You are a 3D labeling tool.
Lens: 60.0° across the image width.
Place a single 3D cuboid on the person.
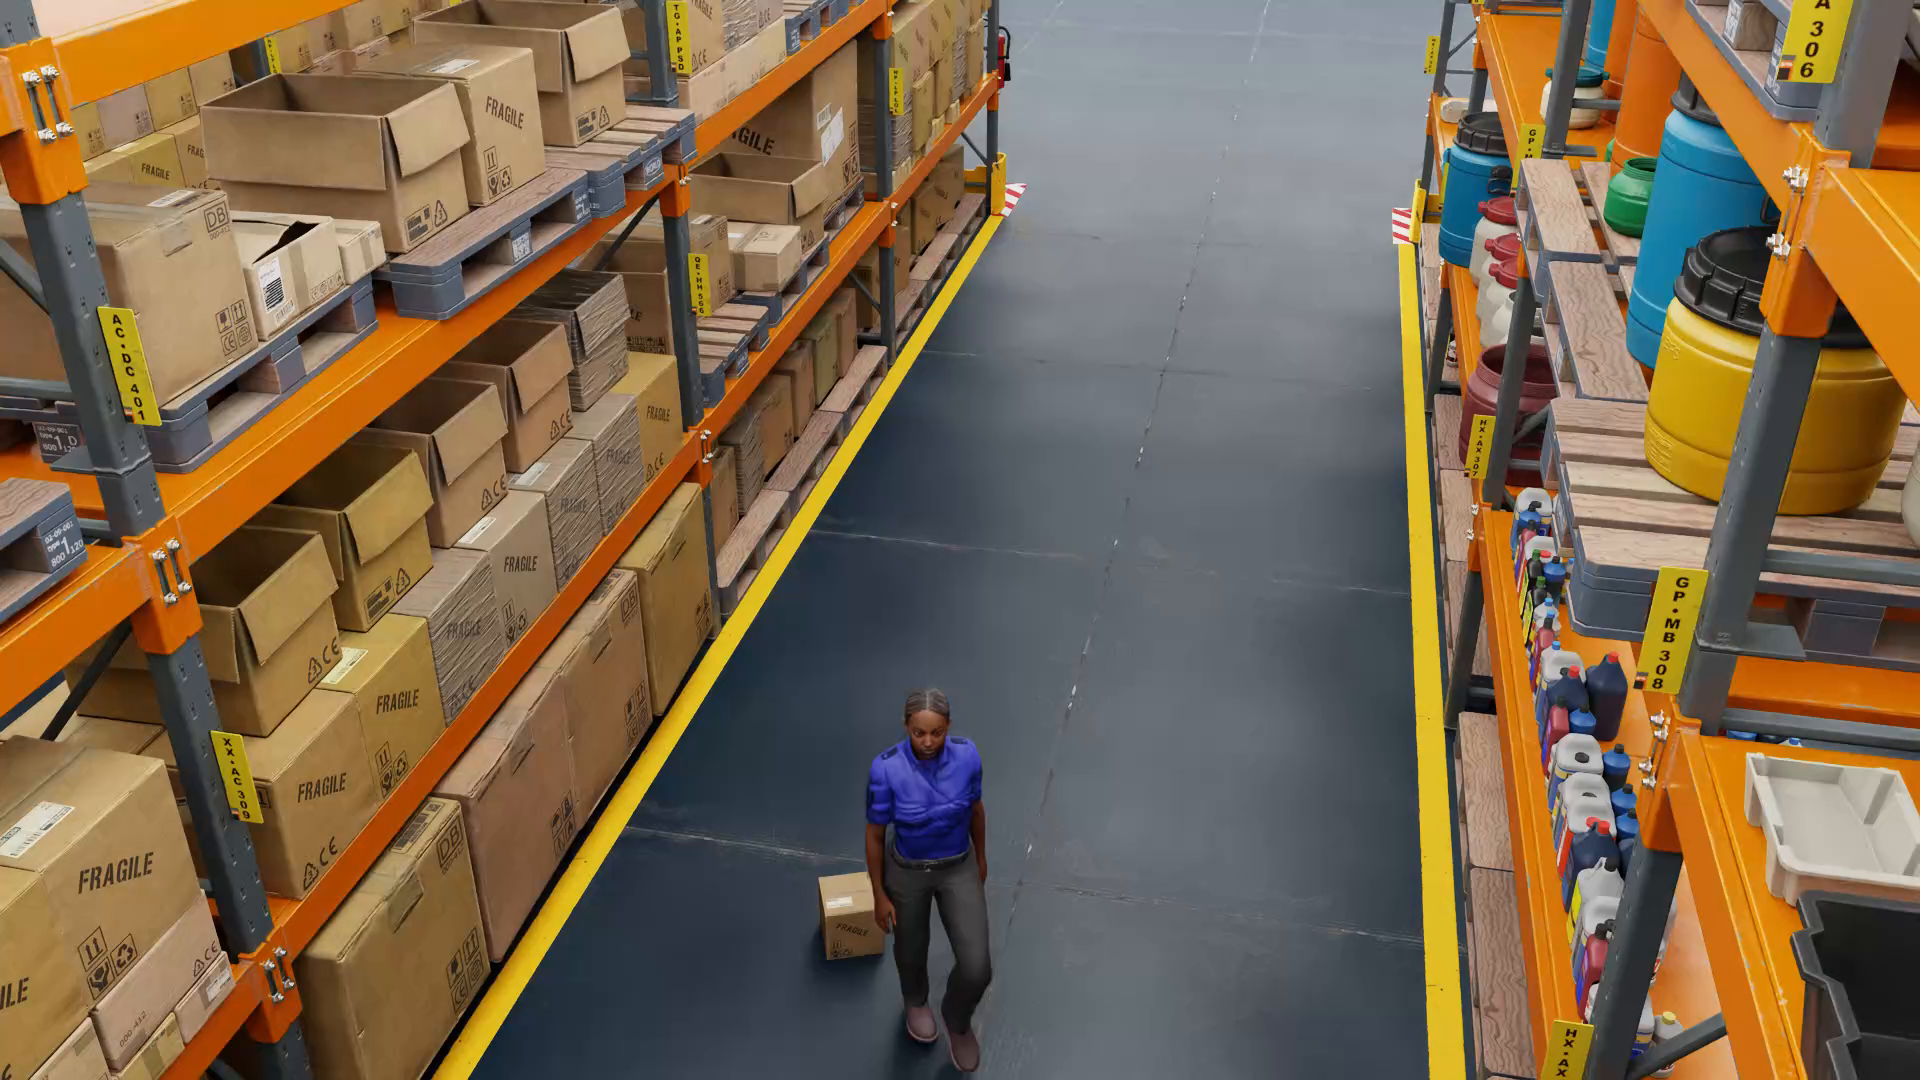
[{"bbox_3d":[-0.110,1.299,6.272,0.488,1.705,0.509,-6,30,-10],"label":"person"}]
